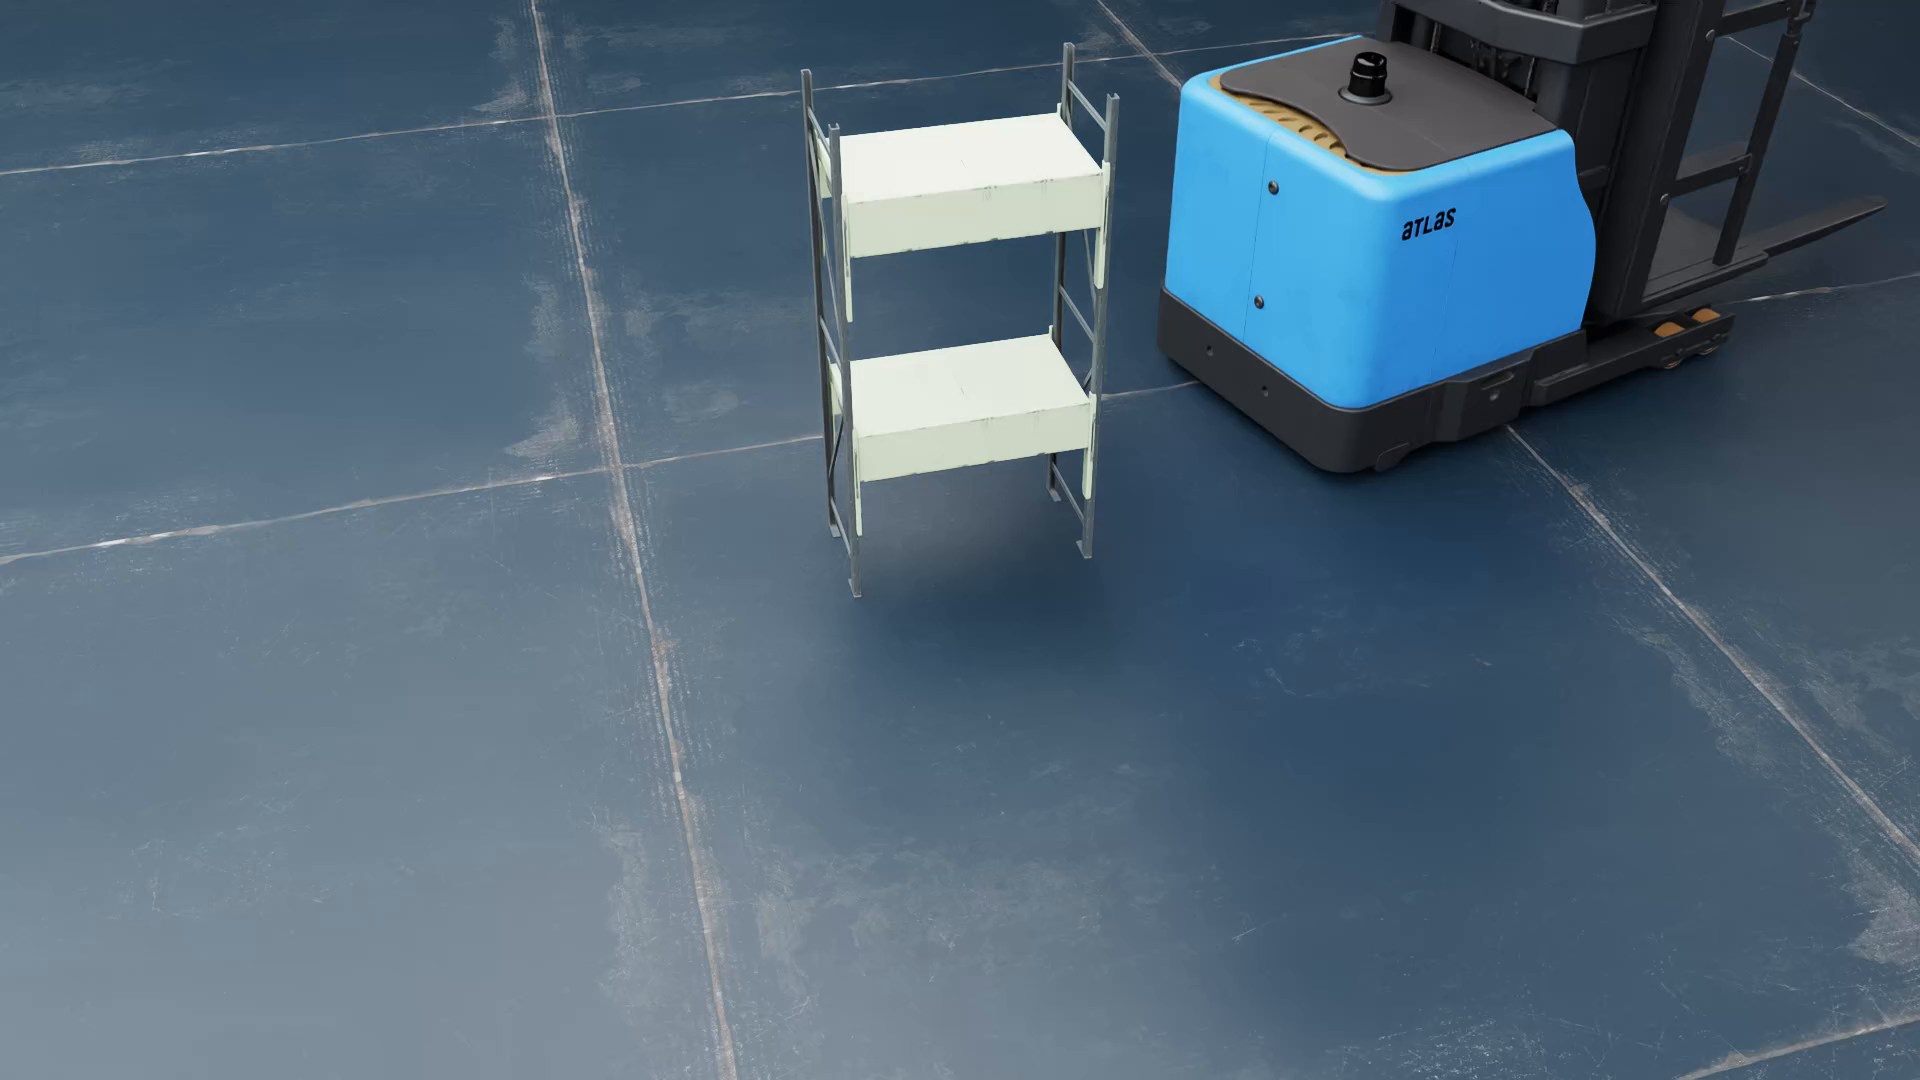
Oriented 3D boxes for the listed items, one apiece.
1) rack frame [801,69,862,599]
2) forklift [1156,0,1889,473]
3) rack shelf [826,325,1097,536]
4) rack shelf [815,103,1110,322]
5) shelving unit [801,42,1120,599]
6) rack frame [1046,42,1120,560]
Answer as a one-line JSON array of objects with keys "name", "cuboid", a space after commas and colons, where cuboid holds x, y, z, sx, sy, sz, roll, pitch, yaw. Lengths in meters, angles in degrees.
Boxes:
[{"name": "rack frame", "cuboid": [-0.360, -0.537, 4.717, 0.023, 1.500, 0.400, -9, 38, -12]}, {"name": "forklift", "cuboid": [2.246, -2.044, 5.510, 3.031, 2.935, 1.130, -20, 42, -24]}, {"name": "rack shelf", "cuboid": [-0.006, -0.336, 4.991, 0.720, 0.370, 0.431, -9, 38, -12]}, {"name": "rack shelf", "cuboid": [-0.006, -0.905, 4.556, 0.720, 0.370, 0.431, -9, 38, -12]}, {"name": "shelving unit", "cuboid": [-0.006, -0.595, 4.793, 0.755, 1.500, 0.431, -9, 38, -12]}, {"name": "rack frame", "cuboid": [0.347, -0.653, 4.869, 0.023, 1.500, 0.400, -9, 38, -12]}]
